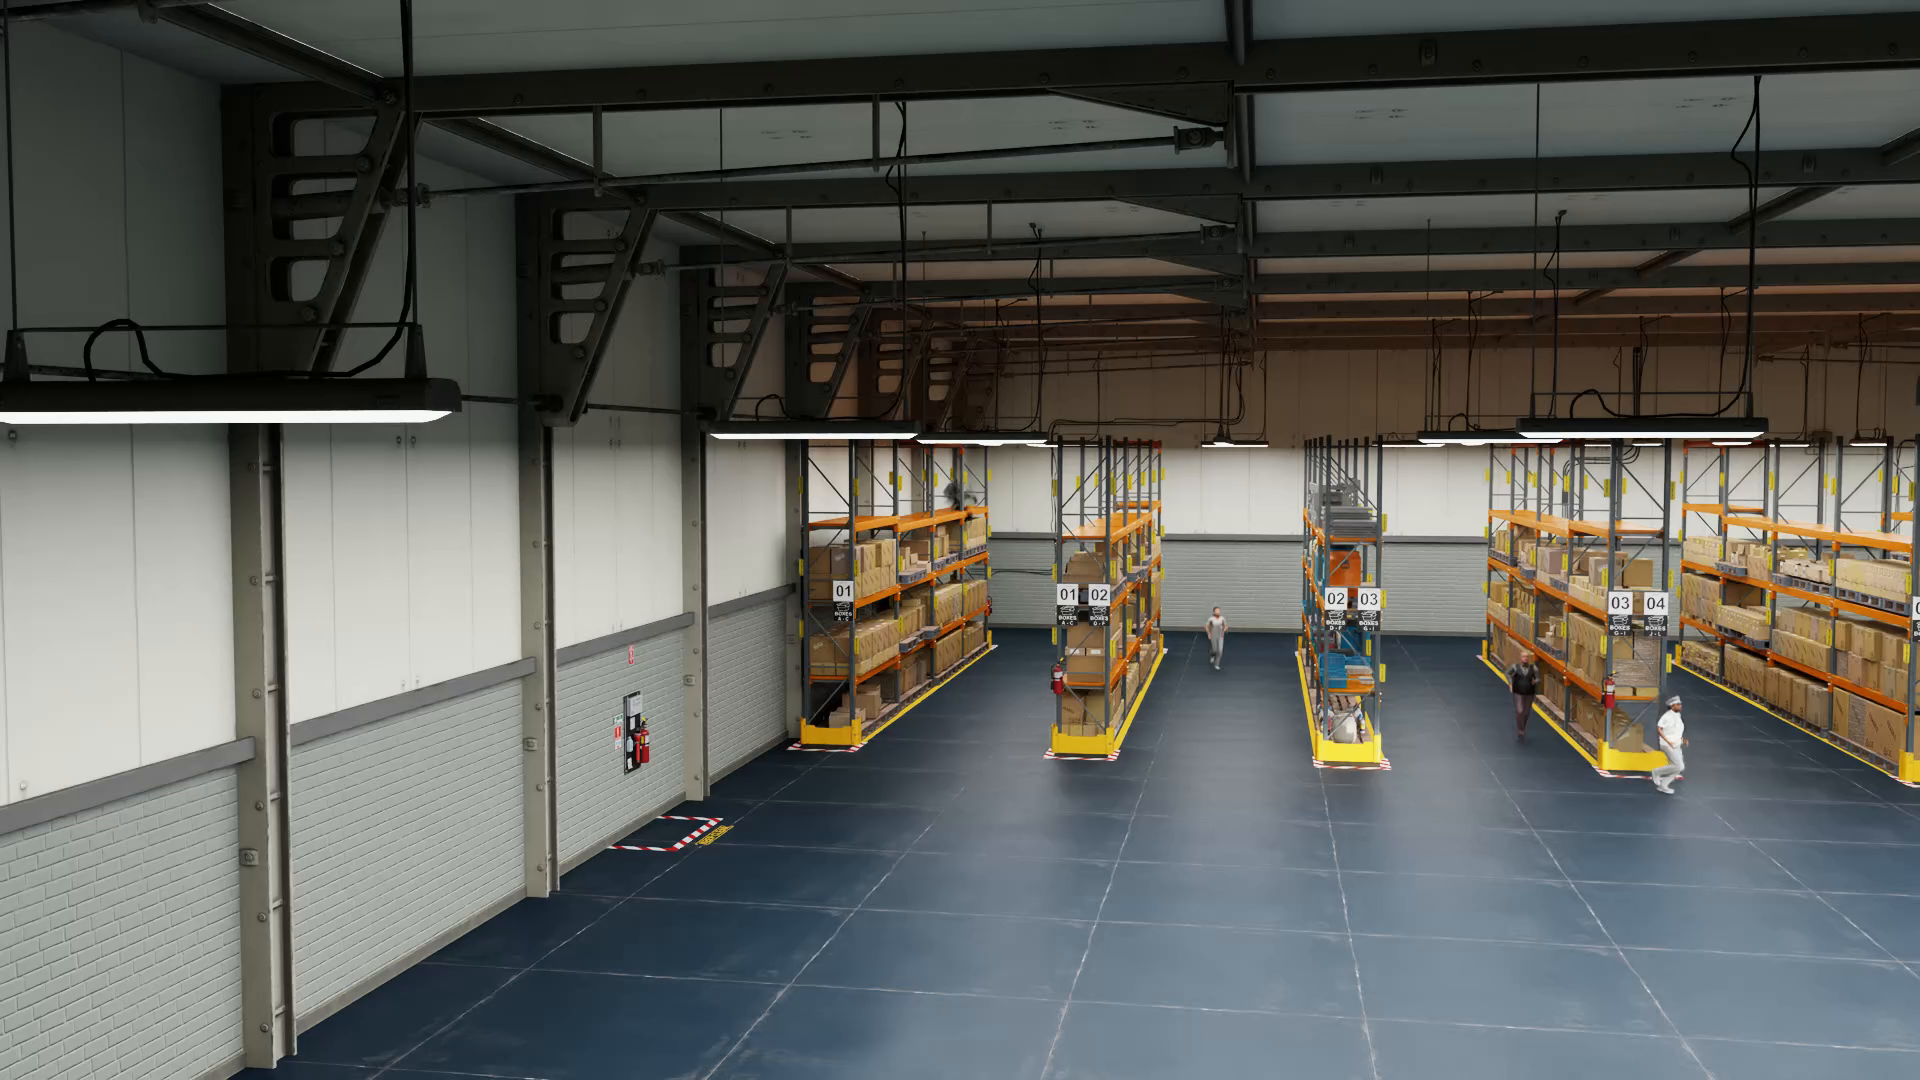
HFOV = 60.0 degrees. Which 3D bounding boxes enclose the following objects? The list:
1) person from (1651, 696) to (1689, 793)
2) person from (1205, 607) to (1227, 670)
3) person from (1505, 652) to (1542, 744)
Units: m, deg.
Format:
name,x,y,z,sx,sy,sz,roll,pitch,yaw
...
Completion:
name,x,y,z,sx,sy,sz,roll,pitch,yaw
person,11.901,3.408,27.800,0.552,1.618,0.524,-3,4,-44
person,6.725,2.564,43.570,0.565,1.629,0.573,0,3,-3
person,11.118,3.082,32.782,0.651,1.765,0.884,0,3,6
